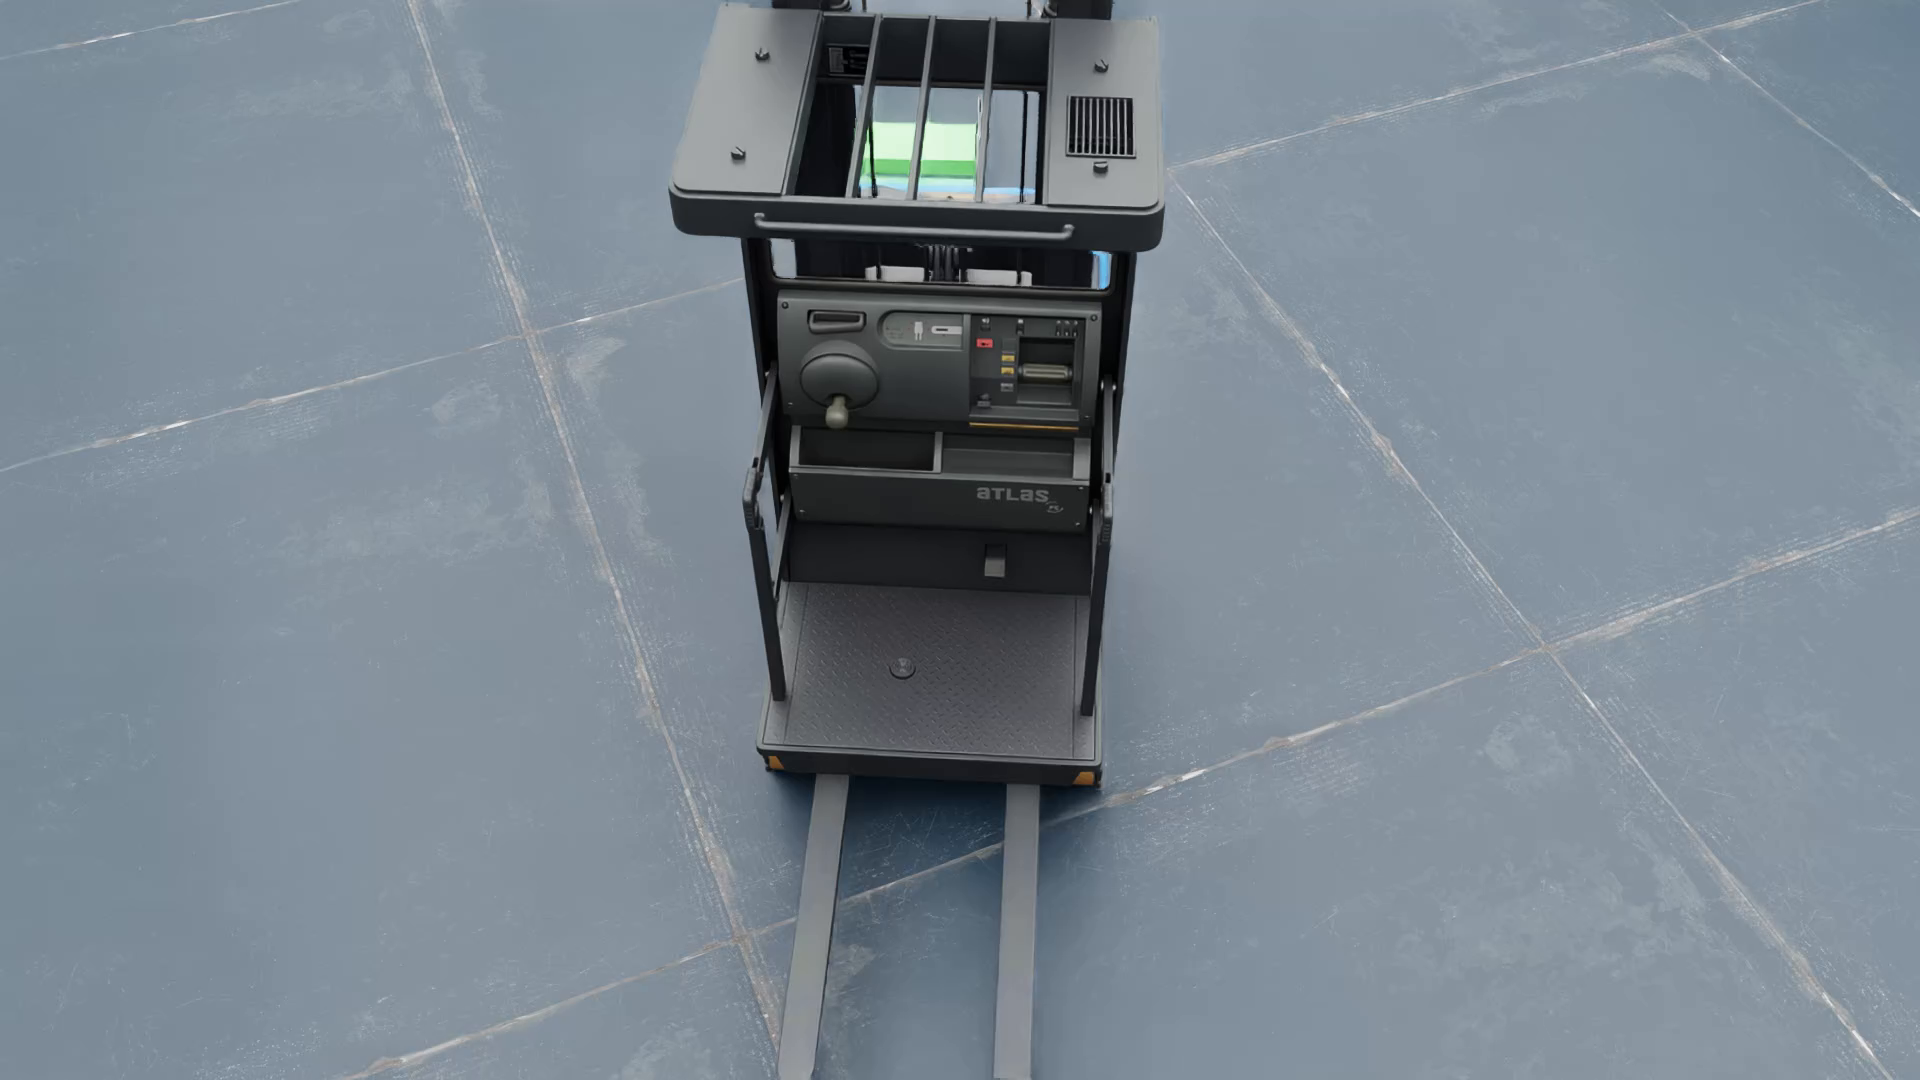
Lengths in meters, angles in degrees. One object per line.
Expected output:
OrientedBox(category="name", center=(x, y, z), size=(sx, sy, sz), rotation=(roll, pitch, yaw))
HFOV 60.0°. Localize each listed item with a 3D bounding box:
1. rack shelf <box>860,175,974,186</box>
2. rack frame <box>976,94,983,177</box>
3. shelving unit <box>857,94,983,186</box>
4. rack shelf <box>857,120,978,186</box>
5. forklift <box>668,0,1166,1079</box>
OrientedBox(category="rack shelf", center=(-0.174, -1.253, 6.295), size=(0.480, 0.148, 0.258), rotation=(2, 47, 1))
OrientedBox(category="rack frame", center=(0.069, -1.126, 6.418), size=(0.015, 1.200, 0.240), rotation=(2, 47, 1))
OrientedBox(category="shelving unit", center=(-0.175, -1.132, 6.423), size=(0.503, 1.200, 0.258), rotation=(2, 47, 1))
OrientedBox(category="rack shelf", center=(-0.174, -1.419, 6.121), size=(0.480, 0.148, 0.258), rotation=(2, 47, 1))
OrientedBox(category="forklift", center=(-0.072, -0.403, 4.664), size=(1.130, 2.935, 3.031), rotation=(3, 49, 2))
